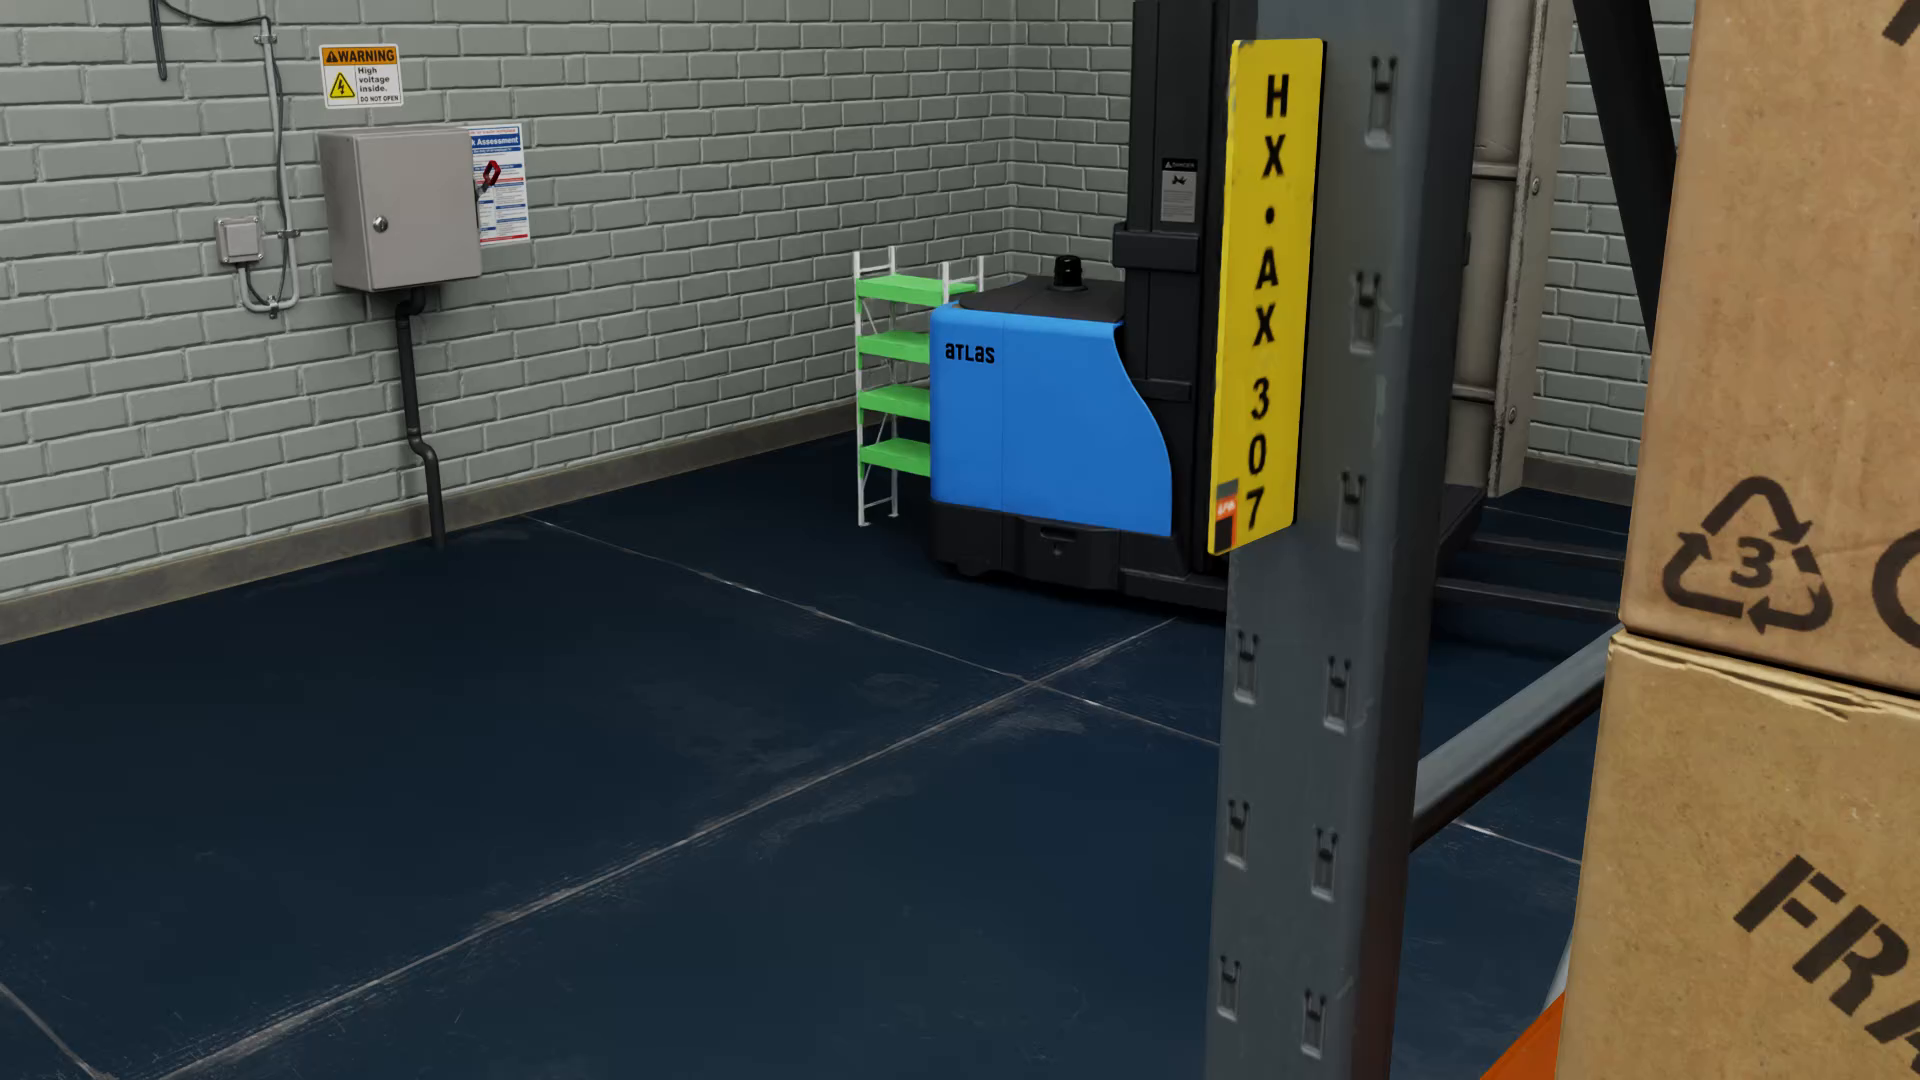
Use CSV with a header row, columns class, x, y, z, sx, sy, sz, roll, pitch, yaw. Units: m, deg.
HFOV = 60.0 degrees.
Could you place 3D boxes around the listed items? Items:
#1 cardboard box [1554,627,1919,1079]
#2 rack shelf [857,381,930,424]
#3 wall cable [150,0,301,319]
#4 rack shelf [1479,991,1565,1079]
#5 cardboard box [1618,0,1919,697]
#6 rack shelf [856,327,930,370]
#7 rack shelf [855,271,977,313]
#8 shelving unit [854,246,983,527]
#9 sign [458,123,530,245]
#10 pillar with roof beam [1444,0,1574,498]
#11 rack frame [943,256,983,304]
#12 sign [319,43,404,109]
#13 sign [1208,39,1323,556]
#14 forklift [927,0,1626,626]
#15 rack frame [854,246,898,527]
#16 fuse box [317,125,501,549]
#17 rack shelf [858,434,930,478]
class,x,y,z,sx,sy,sz,roll,pitch,yaw
cardboard box,0.739,0.284,1.091,0.500,0.500,0.500,15,23,39
rack shelf,-0.174,-0.551,7.075,0.480,0.148,0.258,14,22,38
wall cable,-2.730,-1.764,6.030,0.122,1.984,0.588,15,23,39
rack shelf,2.067,0.915,0.458,4.000,0.370,1.077,15,23,39
cardboard box,0.741,-0.193,0.942,0.500,0.500,0.500,14,23,38
rack shelf,-0.174,-0.780,7.002,0.480,0.148,0.258,14,22,38
rack shelf,-0.174,-1.008,6.930,0.480,0.148,0.258,14,22,38
shelving unit,-0.174,-0.612,7.056,0.503,1.200,0.258,14,22,38
sign,-1.986,-1.510,7.068,0.001,0.494,0.329,15,23,39
pillar with roof beam,-0.413,-3.584,3.528,0.400,9.000,9.100,15,23,39
rack frame,0.013,-0.564,6.907,0.015,1.200,0.240,14,22,38
sign,-2.350,-1.825,6.538,0.001,0.242,0.339,15,23,39
sign,0.198,-0.155,1.080,0.005,0.325,0.100,15,23,39
forklift,1.412,-1.183,5.993,3.031,2.935,1.130,9,20,27
rack frame,-0.362,-0.659,7.205,0.015,1.200,0.240,14,22,38
fuse box,-2.159,-0.788,6.766,0.414,1.711,0.539,15,23,39
rack shelf,-0.174,-0.322,7.148,0.480,0.148,0.258,14,22,38
